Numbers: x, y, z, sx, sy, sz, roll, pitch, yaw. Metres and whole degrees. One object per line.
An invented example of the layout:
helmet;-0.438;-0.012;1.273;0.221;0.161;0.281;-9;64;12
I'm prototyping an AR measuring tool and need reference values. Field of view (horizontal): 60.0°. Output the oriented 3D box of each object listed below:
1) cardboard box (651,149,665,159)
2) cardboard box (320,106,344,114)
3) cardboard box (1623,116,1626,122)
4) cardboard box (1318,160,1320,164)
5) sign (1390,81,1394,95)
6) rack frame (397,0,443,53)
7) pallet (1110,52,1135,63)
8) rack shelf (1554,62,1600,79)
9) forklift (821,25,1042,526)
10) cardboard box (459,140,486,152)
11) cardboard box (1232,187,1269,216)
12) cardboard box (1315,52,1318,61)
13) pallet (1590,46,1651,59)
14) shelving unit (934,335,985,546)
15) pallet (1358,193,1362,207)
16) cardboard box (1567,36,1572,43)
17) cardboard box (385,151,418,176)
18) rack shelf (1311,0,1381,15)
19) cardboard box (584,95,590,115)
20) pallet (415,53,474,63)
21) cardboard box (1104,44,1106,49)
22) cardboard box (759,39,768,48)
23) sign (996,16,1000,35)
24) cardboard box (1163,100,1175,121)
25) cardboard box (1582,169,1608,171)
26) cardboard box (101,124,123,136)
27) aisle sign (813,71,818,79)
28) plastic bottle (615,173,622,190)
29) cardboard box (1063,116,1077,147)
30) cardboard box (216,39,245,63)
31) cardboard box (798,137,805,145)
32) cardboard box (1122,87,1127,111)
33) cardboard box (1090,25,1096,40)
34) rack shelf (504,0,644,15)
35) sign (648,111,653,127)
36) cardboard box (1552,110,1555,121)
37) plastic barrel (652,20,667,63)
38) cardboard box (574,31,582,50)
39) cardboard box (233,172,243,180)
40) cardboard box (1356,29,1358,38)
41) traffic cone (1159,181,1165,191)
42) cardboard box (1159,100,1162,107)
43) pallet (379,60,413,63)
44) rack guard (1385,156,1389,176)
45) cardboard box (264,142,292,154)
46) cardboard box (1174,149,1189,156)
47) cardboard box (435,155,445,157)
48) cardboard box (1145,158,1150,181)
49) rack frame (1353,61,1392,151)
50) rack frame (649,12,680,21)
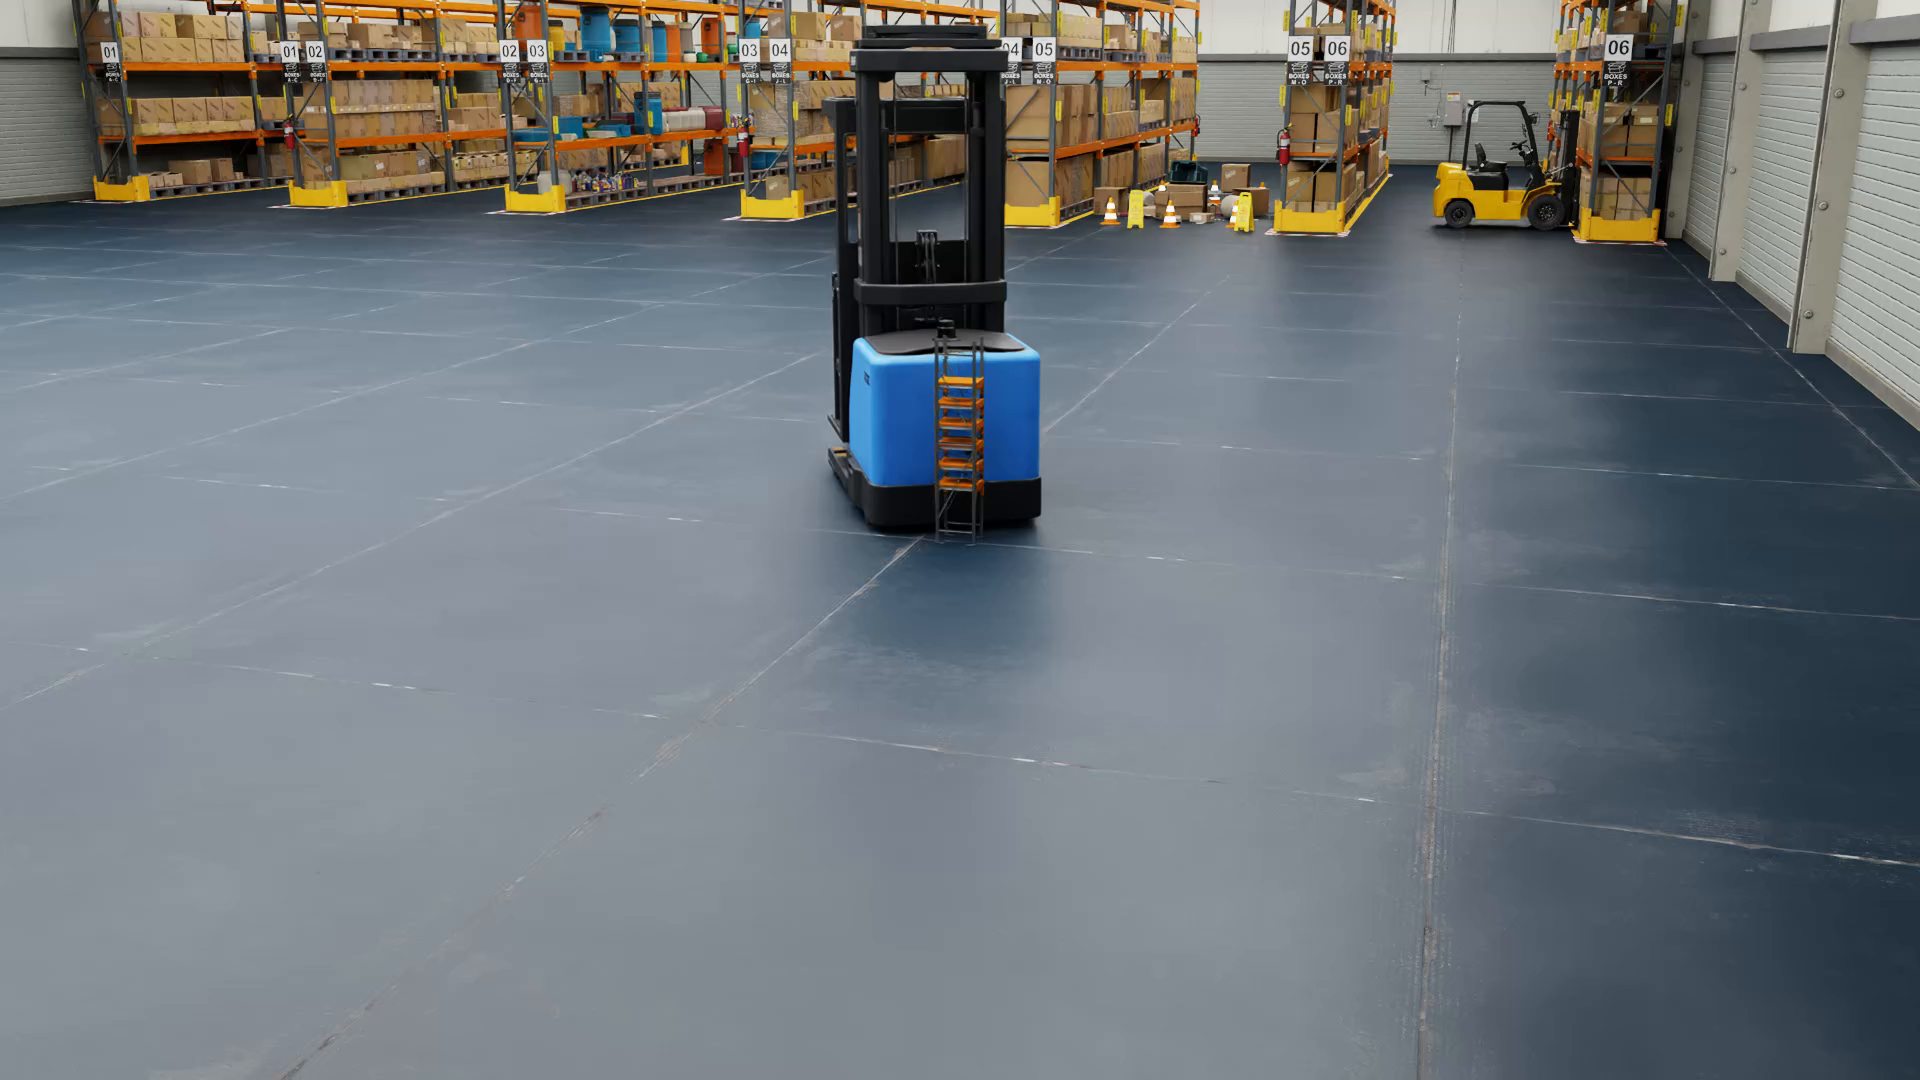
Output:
cardboard box;-8.706;-10.932;47.107;0.500;0.250;0.500;5;16;16
cardboard box;-12.718;-8.711;33.671;0.380;0.149;0.250;5;16;15
cardboard box;11.576;-7.243;28.495;0.380;0.149;0.250;4;16;14
cardboard box;6.579;-7.164;31.297;0.380;0.149;0.250;5;17;17
sign;11.025;-11.538;42.456;0.100;0.325;0.005;5;16;16
rack frame;-11.900;-12.197;36.341;1.000;3.000;0.127;5;16;16
pallet;3.014;-10.064;34.664;1.003;0.211;1.213;5;17;18
rack shelf;14.701;-11.103;39.298;1.077;0.370;4.000;5;16;16
forklift;-0.302;-1.852;10.987;1.130;2.935;3.031;-3;16;-11
cardboard box;-13.920;-11.106;47.298;0.700;0.500;0.500;4;16;15
cardboard box;5.490;-6.397;31.463;0.500;0.500;0.500;-10;19;-32
cardboard box;5.943;-8.299;28.554;0.380;0.149;0.250;5;17;18
pallet;11.641;-8.565;29.194;1.003;0.211;1.213;5;16;16
shelving unit;-0.003;-0.573;9.648;0.258;1.200;0.189;4;16;14
pallet;7.663;-6.956;33.967;1.003;0.211;1.213;5;16;16
cardboard box;13.246;-10.746;35.686;0.380;0.149;0.250;5;17;16
cardboard box;-12.114;-8.152;35.968;0.500;0.500;0.500;5;16;16
rack shelf;7.667;-10.644;32.918;1.077;0.370;4.000;5;16;16
cardboard box;-10.110;-11.363;43.441;0.700;0.500;0.500;7;17;25
pallet;-11.661;-10.894;37.594;0.805;0.209;1.217;4;16;14
cardboard box;2.735;-9.898;33.026;0.258;0.266;0.396;4;16;15
cardboard box;-3.760;-9.155;30.657;0.380;0.149;0.250;5;16;16
sign;0.671;-8.961;28.951;0.100;0.325;0.005;5;16;16
cardboard box;4.980;-10.525;40.712;0.500;0.500;0.500;4;16;15
cardboard box;11.135;-6.384;29.275;0.500;0.250;0.500;5;17;18
cardboard box;-17.840;-8.723;35.323;0.500;0.250;0.500;5;17;17
aisle sign;-4.006;-13.358;46.664;0.394;0.787;0.004;5;16;16
plastic bottle;-7.204;-7.538;34.956;0.144;0.351;0.185;5;16;16
cardboard box;1.664;-7.540;30.639;0.875;0.550;0.550;5;16;16
cardboard box;-16.557;-11.043;37.550;0.500;0.500;0.500;5;17;17
cardboard box;-3.140;-7.495;31.216;0.380;0.149;0.250;5;16;16
cardboard box;3.181;-9.457;35.660;0.700;0.500;0.500;4;16;15
cardboard box;2.286;-9.614;31.508;0.500;0.250;0.500;5;16;16
rack shelf;-7.720;-10.751;33.292;1.077;0.370;4.000;5;16;16
sign;-6.627;-9.014;35.604;0.100;0.325;0.005;5;16;16
cardboard box;14.598;-10.237;40.155;0.500;0.250;0.500;4;16;15
plastic barrel;-6.843;-11.102;37.060;0.600;0.901;0.708;5;16;16
cardboard box;-10.008;-12.843;42.978;0.600;0.600;0.600;4;16;15
cardboard box;-16.773;-8.401;38.336;0.380;0.166;0.250;2;16;9
cardboard box;6.719;-8.832;28.973;0.380;0.149;0.250;5;17;17
traffic cone;4.153;-7.144;34.169;0.336;0.463;0.334;5;16;16
cardboard box;4.595;-10.401;39.602;0.380;0.149;0.250;4;16;14
pallet;-15.066;-12.558;43.458;1.003;0.211;1.213;5;17;18
rack guard;10.516;-9.717;43.171;1.175;0.500;0.348;5;16;16
cardboard box;-16.335;-9.374;39.780;0.500;0.250;0.500;4;16;15
cardboard box;5.748;-10.090;43.271;0.380;0.149;0.250;4;16;15
cardboard box;-11.918;-8.725;38.335;0.500;0.311;0.500;5;17;17
cardboard box;4.046;-8.474;38.020;0.500;0.500;0.500;5;17;17
rack frame;10.509;-10.913;42.807;1.000;3.000;0.127;5;16;16
rack frame;-8.489;-15.337;47.410;1.000;3.000;0.127;5;16;16
